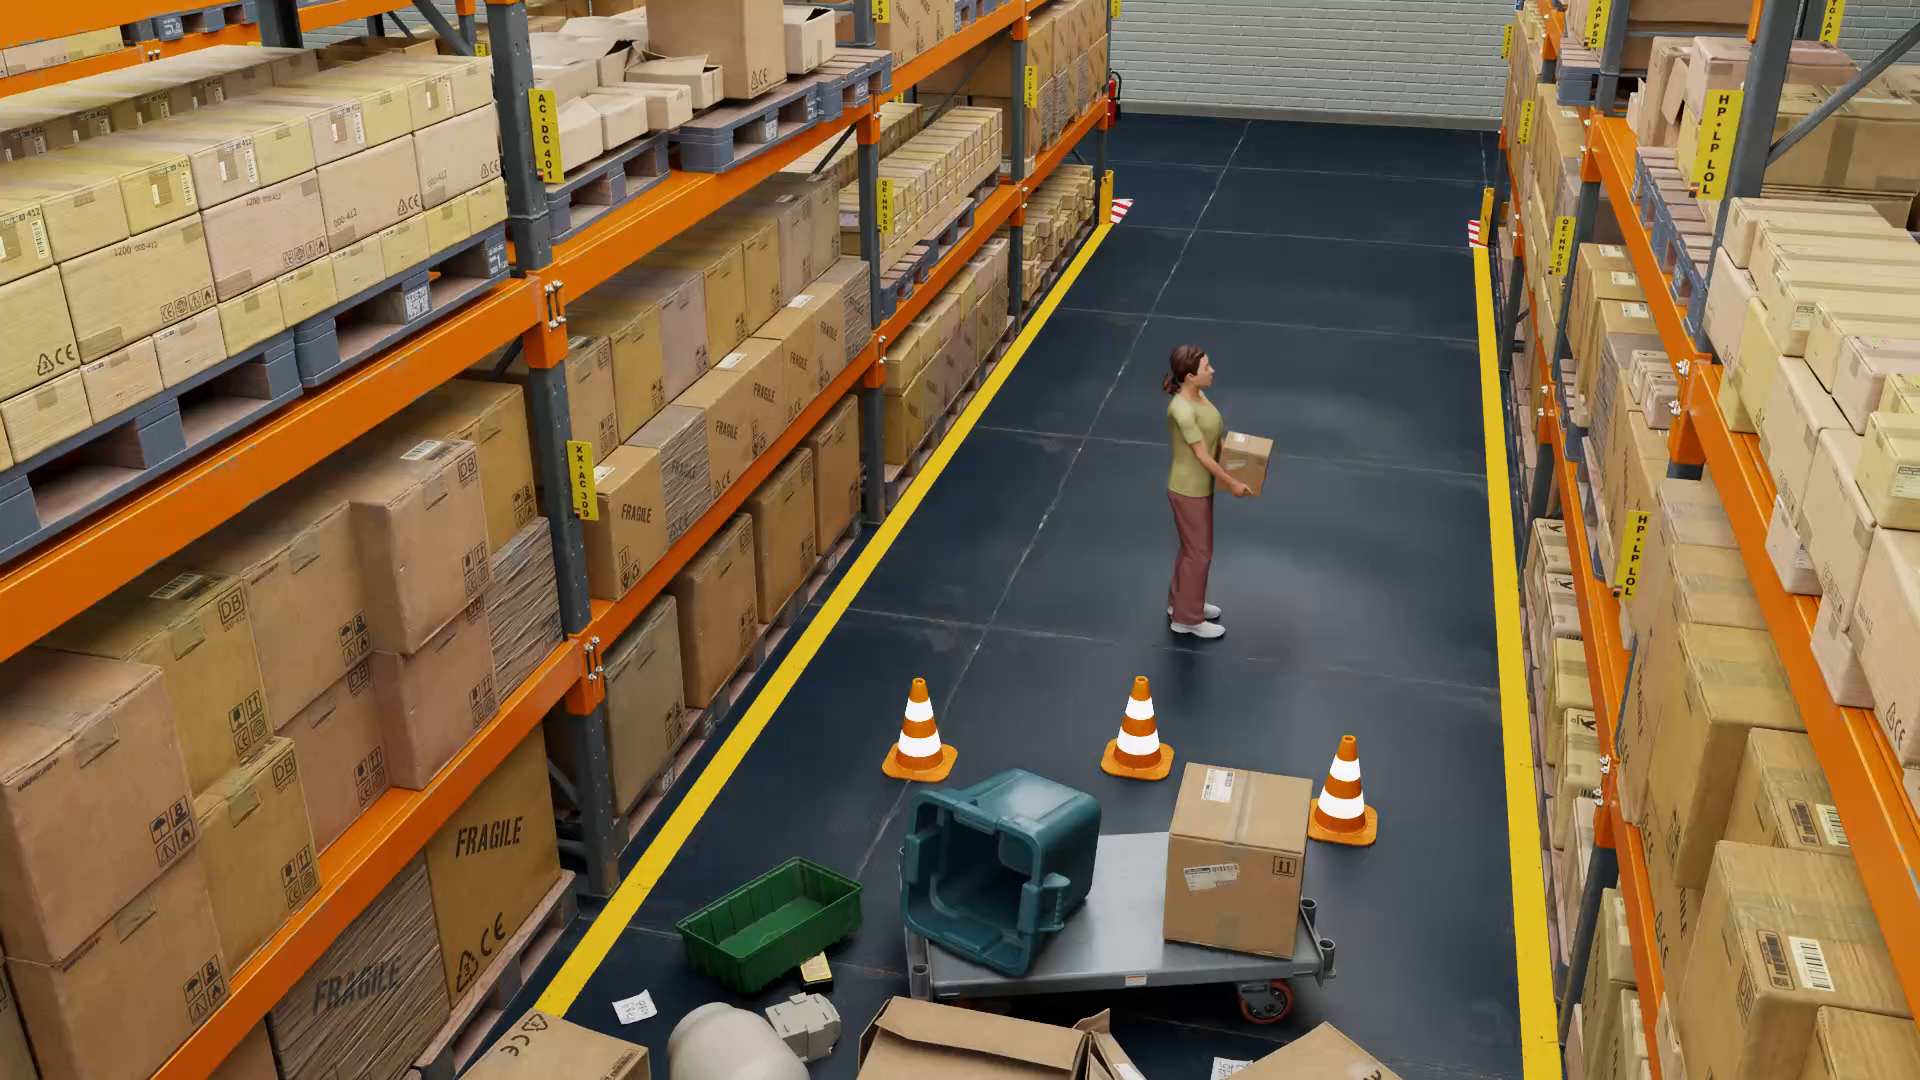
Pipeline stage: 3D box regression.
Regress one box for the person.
[{"bbox_3d":[1.352,-0.270,9.193,0.553,1.663,0.425,7,26,14],"label":"person"}]
